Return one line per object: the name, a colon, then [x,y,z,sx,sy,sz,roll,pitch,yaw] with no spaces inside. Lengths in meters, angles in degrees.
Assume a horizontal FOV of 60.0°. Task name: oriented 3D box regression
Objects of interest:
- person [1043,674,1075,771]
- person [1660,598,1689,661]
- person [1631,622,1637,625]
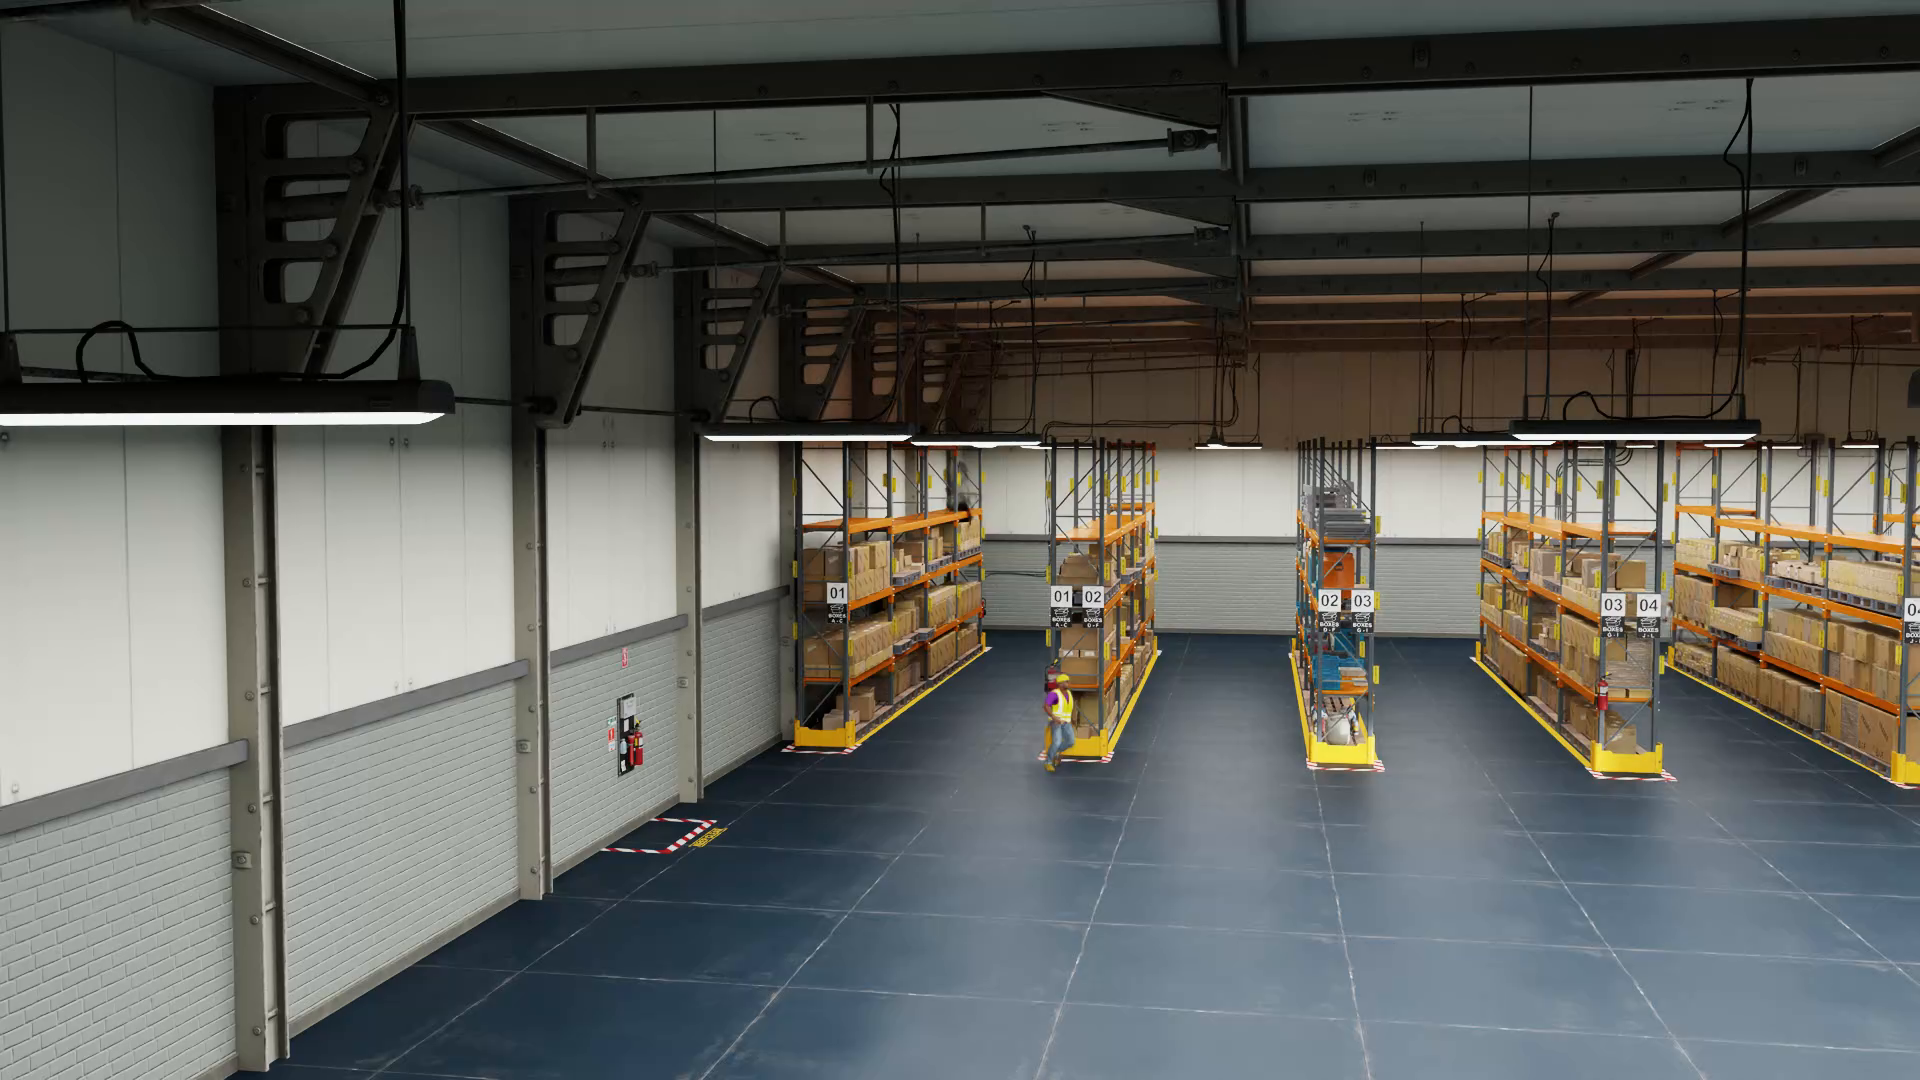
person: [1.852,3.289,30.007,0.762,1.704,0.518,-3,4,-40]
person: [19.628,2.428,45.467,0.977,1.746,0.713,0,3,-8]
person: [17.791,2.562,44.360,0.619,1.666,0.842,1,3,25]
